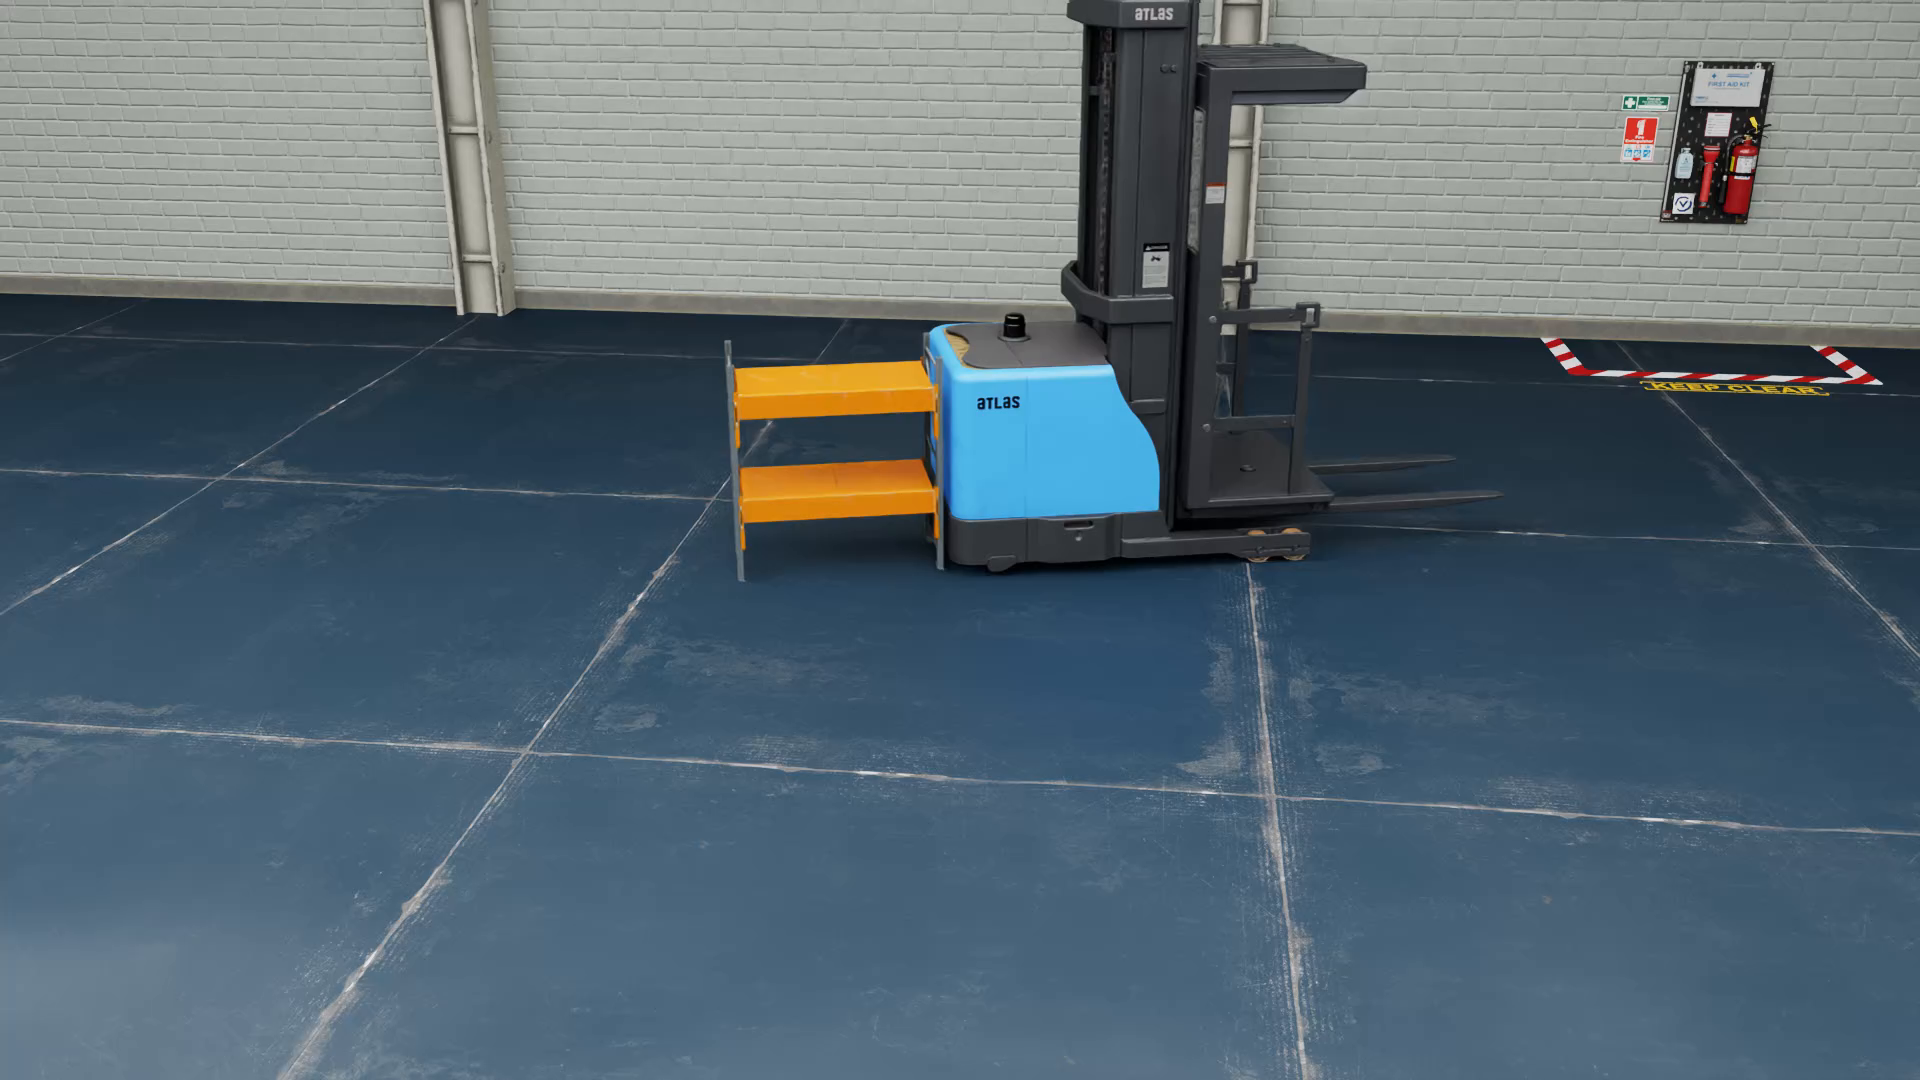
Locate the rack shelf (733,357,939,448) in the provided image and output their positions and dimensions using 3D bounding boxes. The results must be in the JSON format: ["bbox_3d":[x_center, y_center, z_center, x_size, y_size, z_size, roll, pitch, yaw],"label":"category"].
[{"bbox_3d":[-0.640,-0.701,8.388,1.000,0.278,0.538,-3,22,-8],"label":"rack shelf"}]

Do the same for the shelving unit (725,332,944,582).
[{"bbox_3d":[-0.640,-0.429,8.496,1.048,1.125,0.538,-3,22,-8],"label":"shelving unit"}]

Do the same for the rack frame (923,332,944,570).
[{"bbox_3d":[-0.137,-0.458,8.568,0.032,1.125,0.500,-3,22,-8],"label":"rack frame"}]

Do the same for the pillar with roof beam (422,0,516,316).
[{"bbox_3d":[-4.406,-4.503,8.091,0.400,9.000,9.100,2,22,6],"label":"pillar with roof beam"}]

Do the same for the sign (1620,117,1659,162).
[{"bbox_3d":[5.030,-2.965,12.312,0.234,0.329,0.001,2,22,6],"label":"sign"}]

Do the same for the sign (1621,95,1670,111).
[{"bbox_3d":[5.034,-3.208,12.205,0.331,0.109,0.001,2,22,6],"label":"sign"}]

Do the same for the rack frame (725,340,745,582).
[{"bbox_3d":[-1.142,-0.401,8.423,0.032,1.125,0.500,-3,22,-8],"label":"rack frame"}]

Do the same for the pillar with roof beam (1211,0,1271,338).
[{"bbox_3d":[1.552,-4.244,7.435,0.400,9.000,9.100,2,22,6],"label":"pillar with roof beam"}]

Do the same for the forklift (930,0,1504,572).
[{"bbox_3d":[1.384,-1.434,8.582,3.031,2.935,1.130,-3,22,-8],"label":"forklift"}]

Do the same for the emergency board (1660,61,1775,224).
[{"bbox_3d":[5.567,-2.887,12.162,0.643,1.169,0.194,2,22,6],"label":"emergency board"}]

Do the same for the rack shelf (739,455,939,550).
[{"bbox_3d":[-0.640,-0.202,8.586,1.000,0.278,0.538,-3,22,-8],"label":"rack shelf"}]

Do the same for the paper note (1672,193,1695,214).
[{"bbox_3d":[5.400,-2.510,12.407,0.142,0.148,0.016,2,22,6],"label":"paper note"}]
